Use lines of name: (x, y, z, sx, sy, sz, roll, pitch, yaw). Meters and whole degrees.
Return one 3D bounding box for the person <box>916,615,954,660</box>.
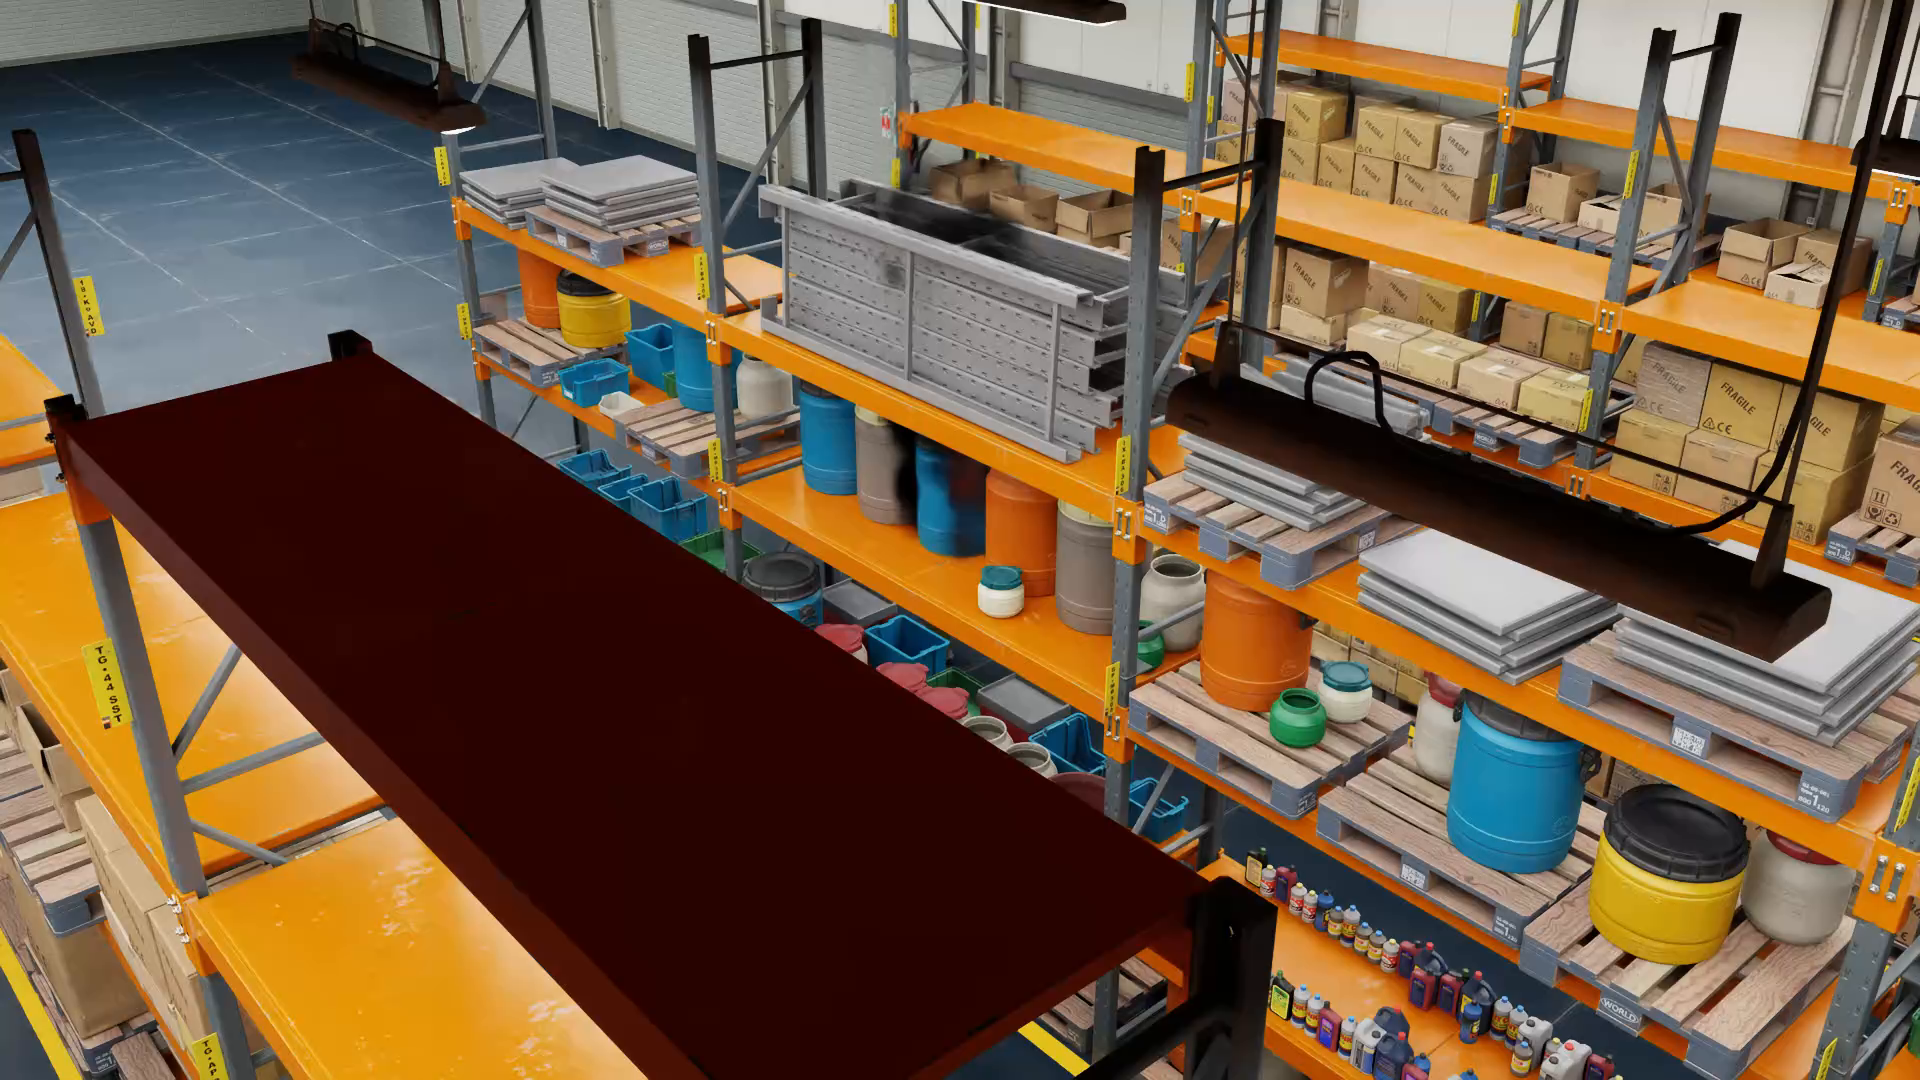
person: (-0.359, 0.255, 15.141, 0.741, 1.777, 0.680, 17, 32, 30)
